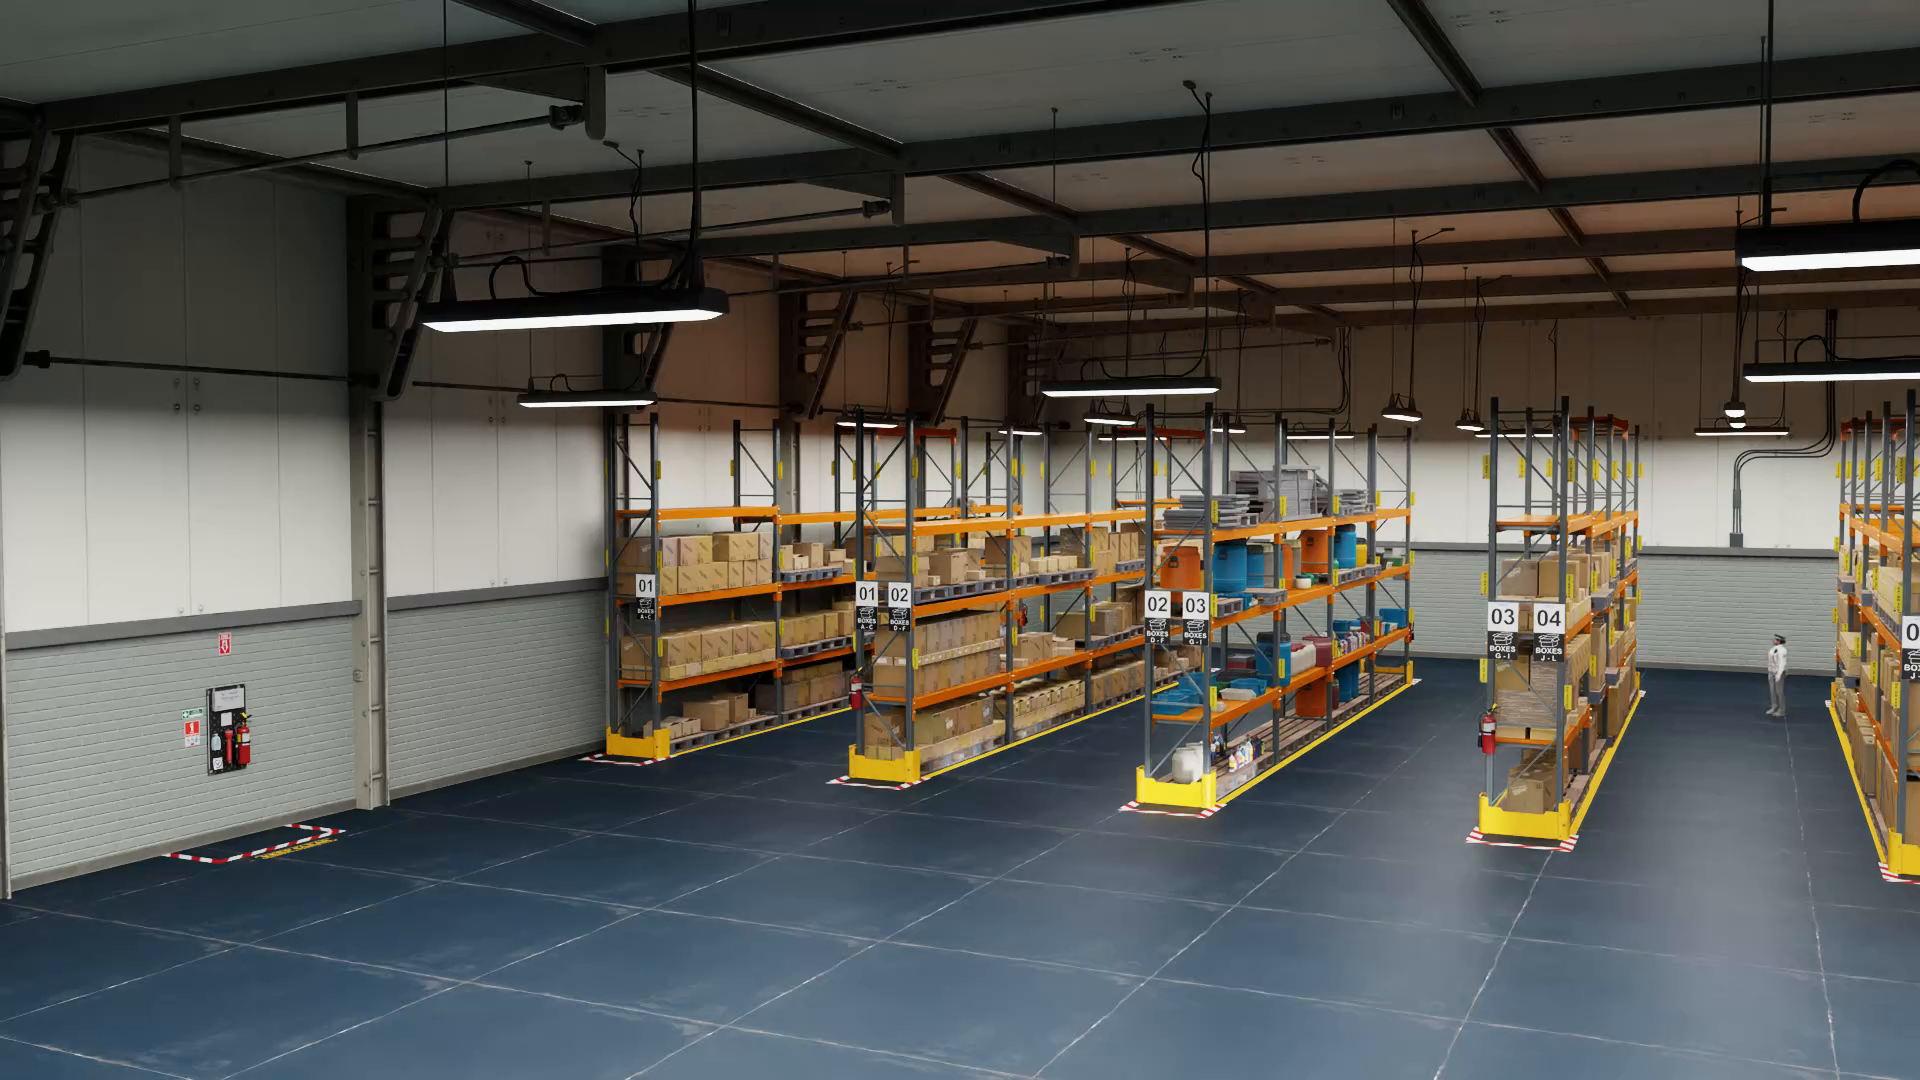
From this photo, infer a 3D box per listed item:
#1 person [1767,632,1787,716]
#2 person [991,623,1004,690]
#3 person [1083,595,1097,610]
[{"bbox_3d":[16.708,2.740,33.999,0.362,1.707,0.512,0,2,-9],"label":"person"},{"bbox_3d":[0.811,2.603,37.850,0.381,1.683,0.577,0,2,11],"label":"person"},{"bbox_3d":[3.416,2.297,43.519,0.525,1.719,1.068,1,2,15],"label":"person"}]
